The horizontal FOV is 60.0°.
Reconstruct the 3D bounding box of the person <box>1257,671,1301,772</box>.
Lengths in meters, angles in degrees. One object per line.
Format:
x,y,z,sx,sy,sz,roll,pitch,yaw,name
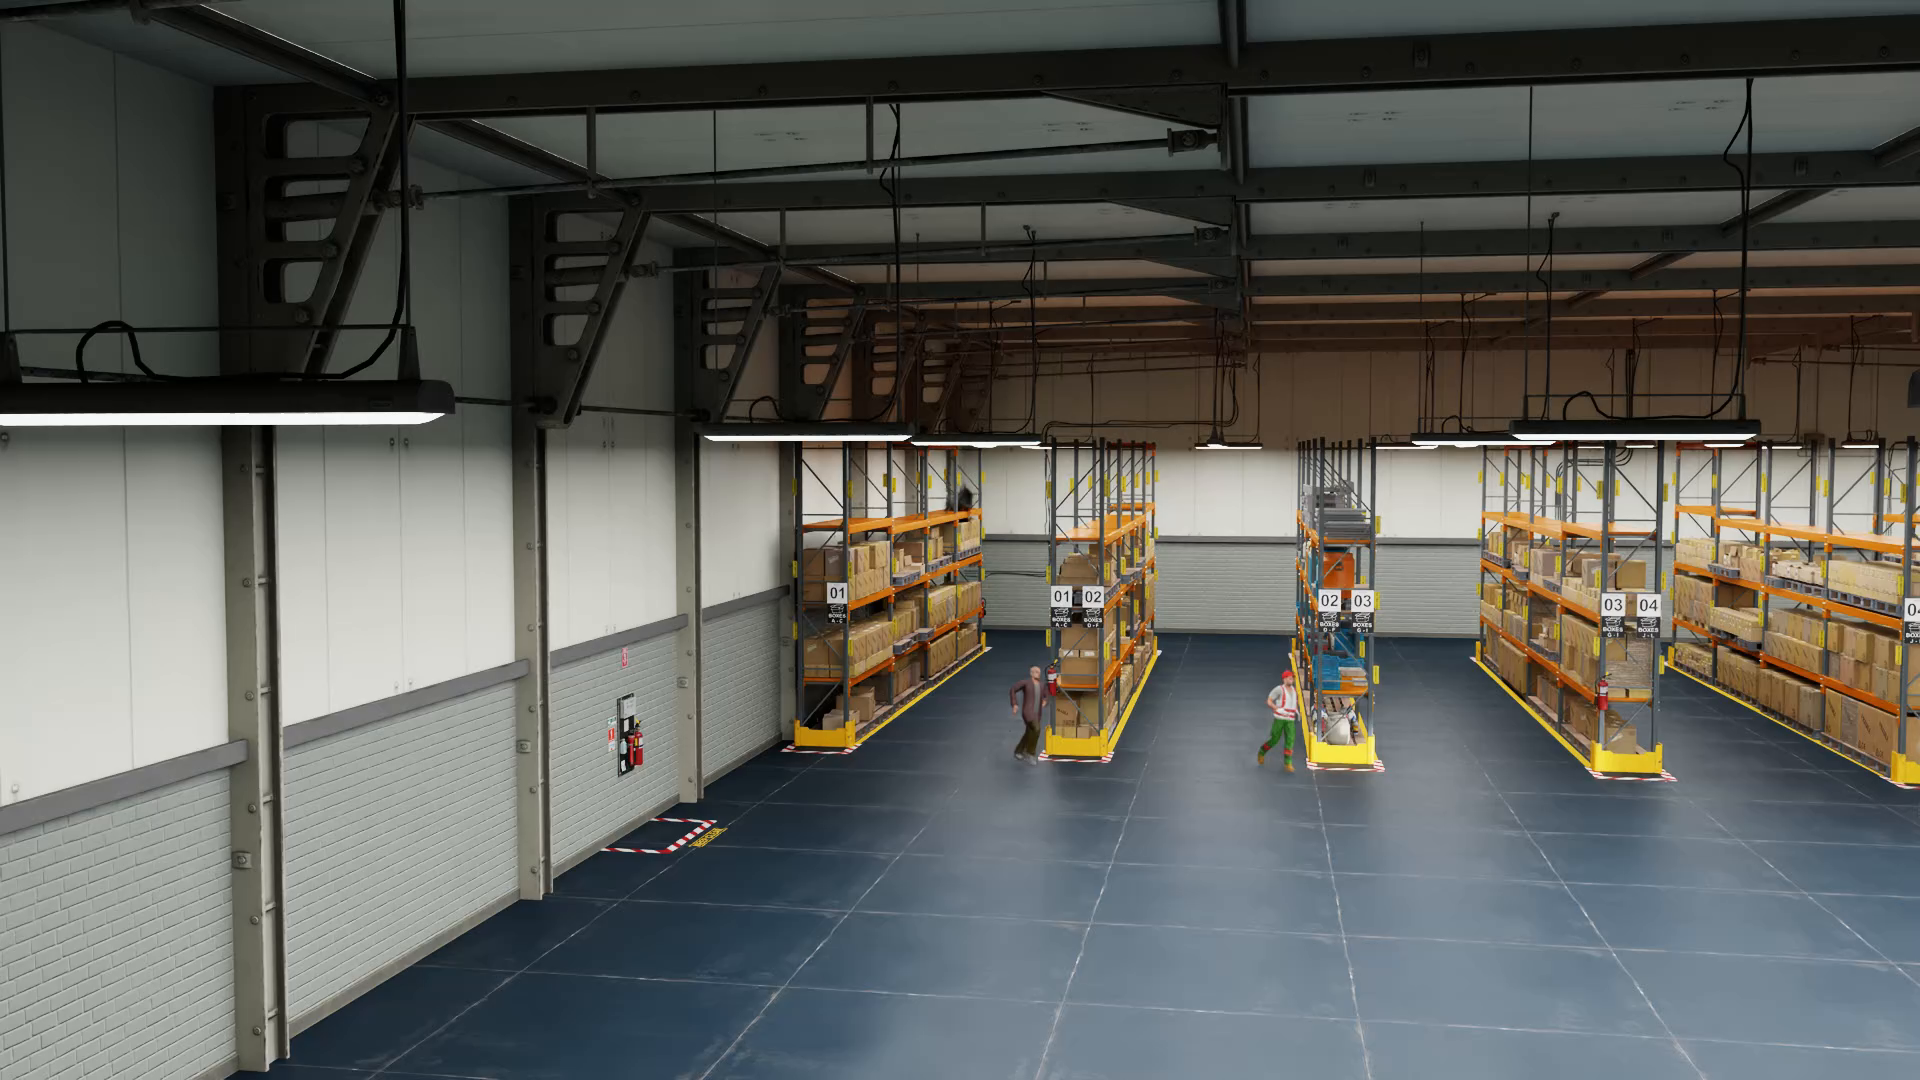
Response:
5.873,3.237,29.976,0.716,1.754,0.985,-1,3,-23,person

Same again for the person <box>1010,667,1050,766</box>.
1.347,3.217,30.653,0.689,1.754,0.757,-2,4,-35,person

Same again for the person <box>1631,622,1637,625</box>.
18.521,2.512,45.348,0.797,1.694,0.621,-2,4,-33,person
